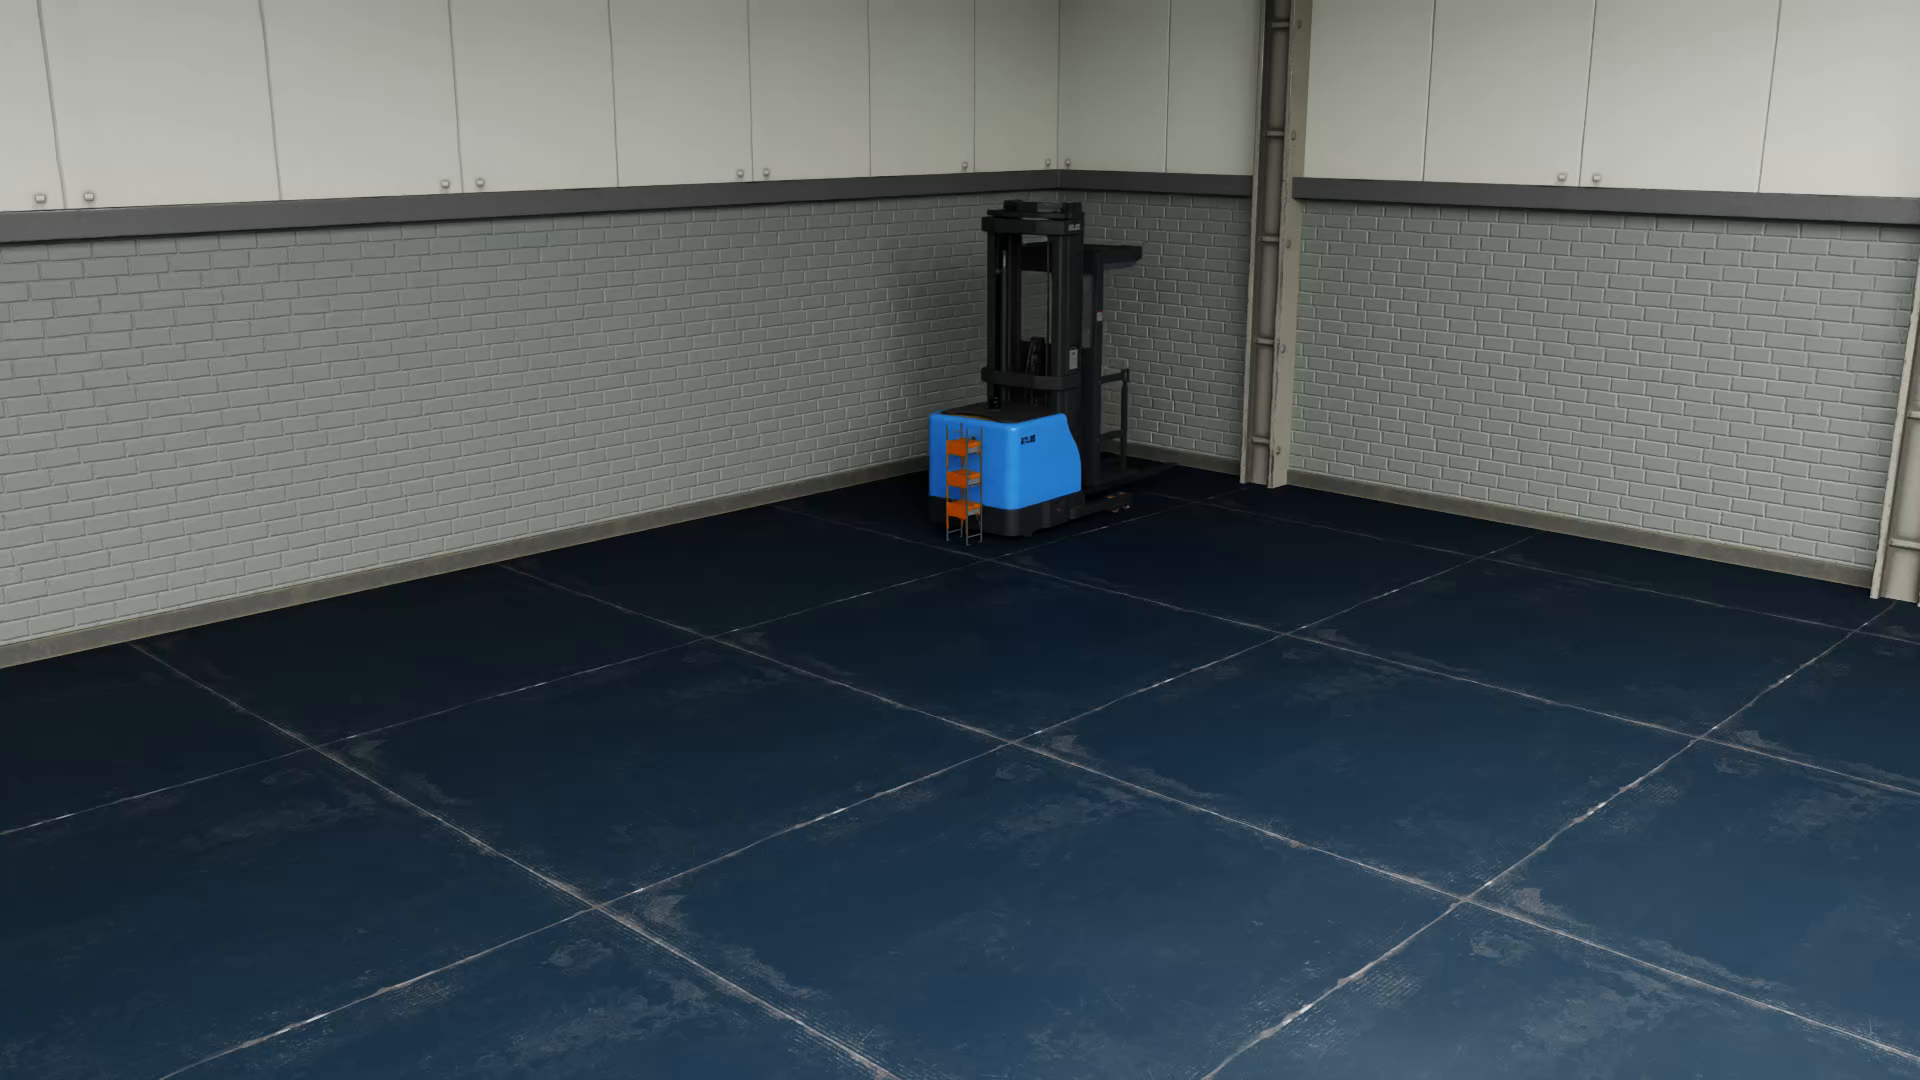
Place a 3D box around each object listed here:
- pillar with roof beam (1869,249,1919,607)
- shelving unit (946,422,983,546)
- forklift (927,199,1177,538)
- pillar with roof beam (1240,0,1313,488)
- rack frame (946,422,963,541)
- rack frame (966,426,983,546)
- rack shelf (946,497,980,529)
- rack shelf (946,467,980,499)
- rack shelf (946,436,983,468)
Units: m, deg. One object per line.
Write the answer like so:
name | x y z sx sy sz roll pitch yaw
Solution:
pillar with roof beam | 4.472 -3.111 9.026 0.400 9.000 9.100 14 20 42
shelving unit | 0.039 -0.499 14.764 0.252 1.050 0.215 14 20 42
forklift | 1.016 -1.748 15.827 1.130 2.935 3.031 12 19 38
pillar with roof beam | 0.152 -4.161 13.056 0.400 9.000 9.100 14 20 42
rack frame | -0.049 -0.520 14.846 0.008 1.050 0.200 14 20 42
rack frame | 0.126 -0.477 14.682 0.008 1.050 0.200 14 20 42
rack shelf | 0.039 -0.219 14.837 0.240 0.259 0.215 14 20 42
rack shelf | 0.039 -0.488 14.766 0.240 0.259 0.215 14 20 42
rack shelf | 0.039 -0.763 14.695 0.240 0.259 0.215 14 20 42
